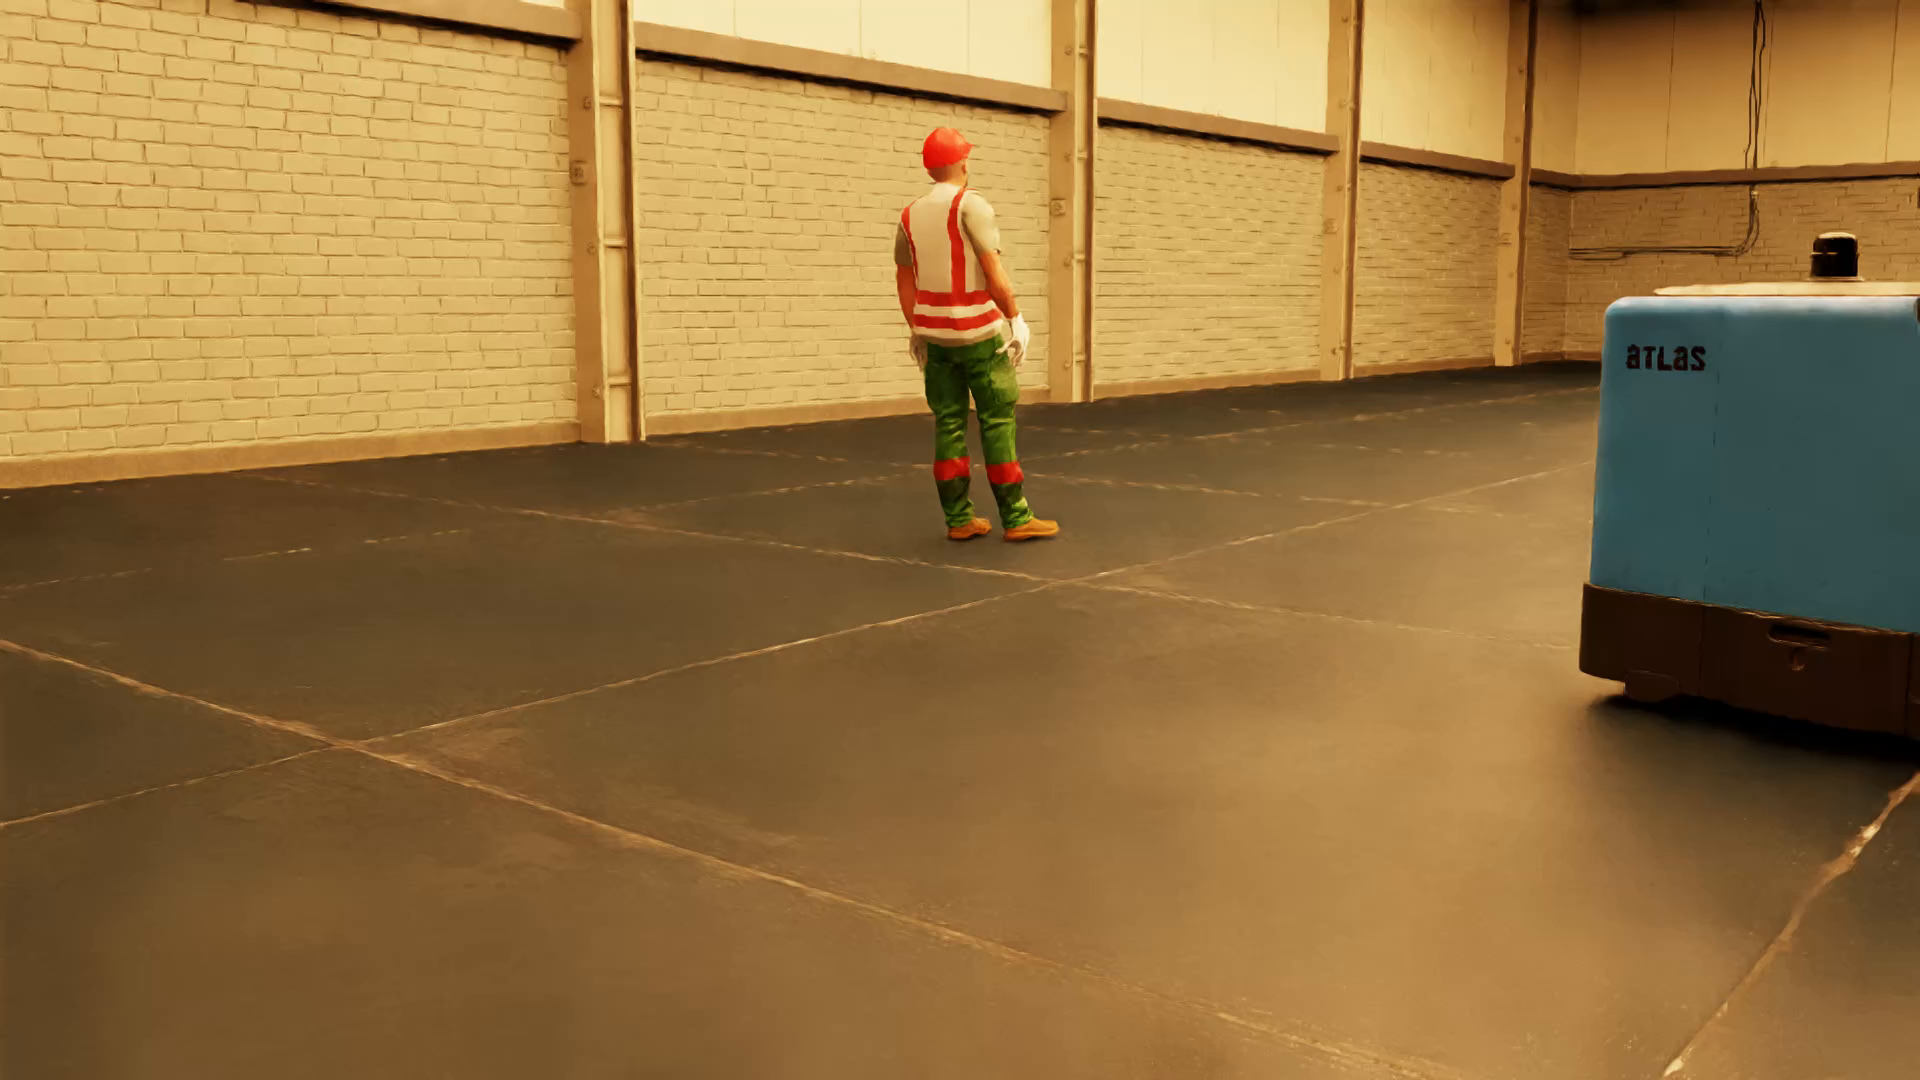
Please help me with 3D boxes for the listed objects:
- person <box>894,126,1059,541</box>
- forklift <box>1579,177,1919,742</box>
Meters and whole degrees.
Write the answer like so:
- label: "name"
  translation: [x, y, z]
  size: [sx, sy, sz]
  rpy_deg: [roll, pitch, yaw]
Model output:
- label: "person"
  translation: [0.059, -0.900, 7.329]
  size: [0.637, 1.787, 0.563]
  rpy_deg: [7, 11, 38]
- label: "forklift"
  translation: [2.982, -0.901, 3.443]
  size: [1.130, 2.935, 3.031]
  rpy_deg: [-7, 11, -38]
